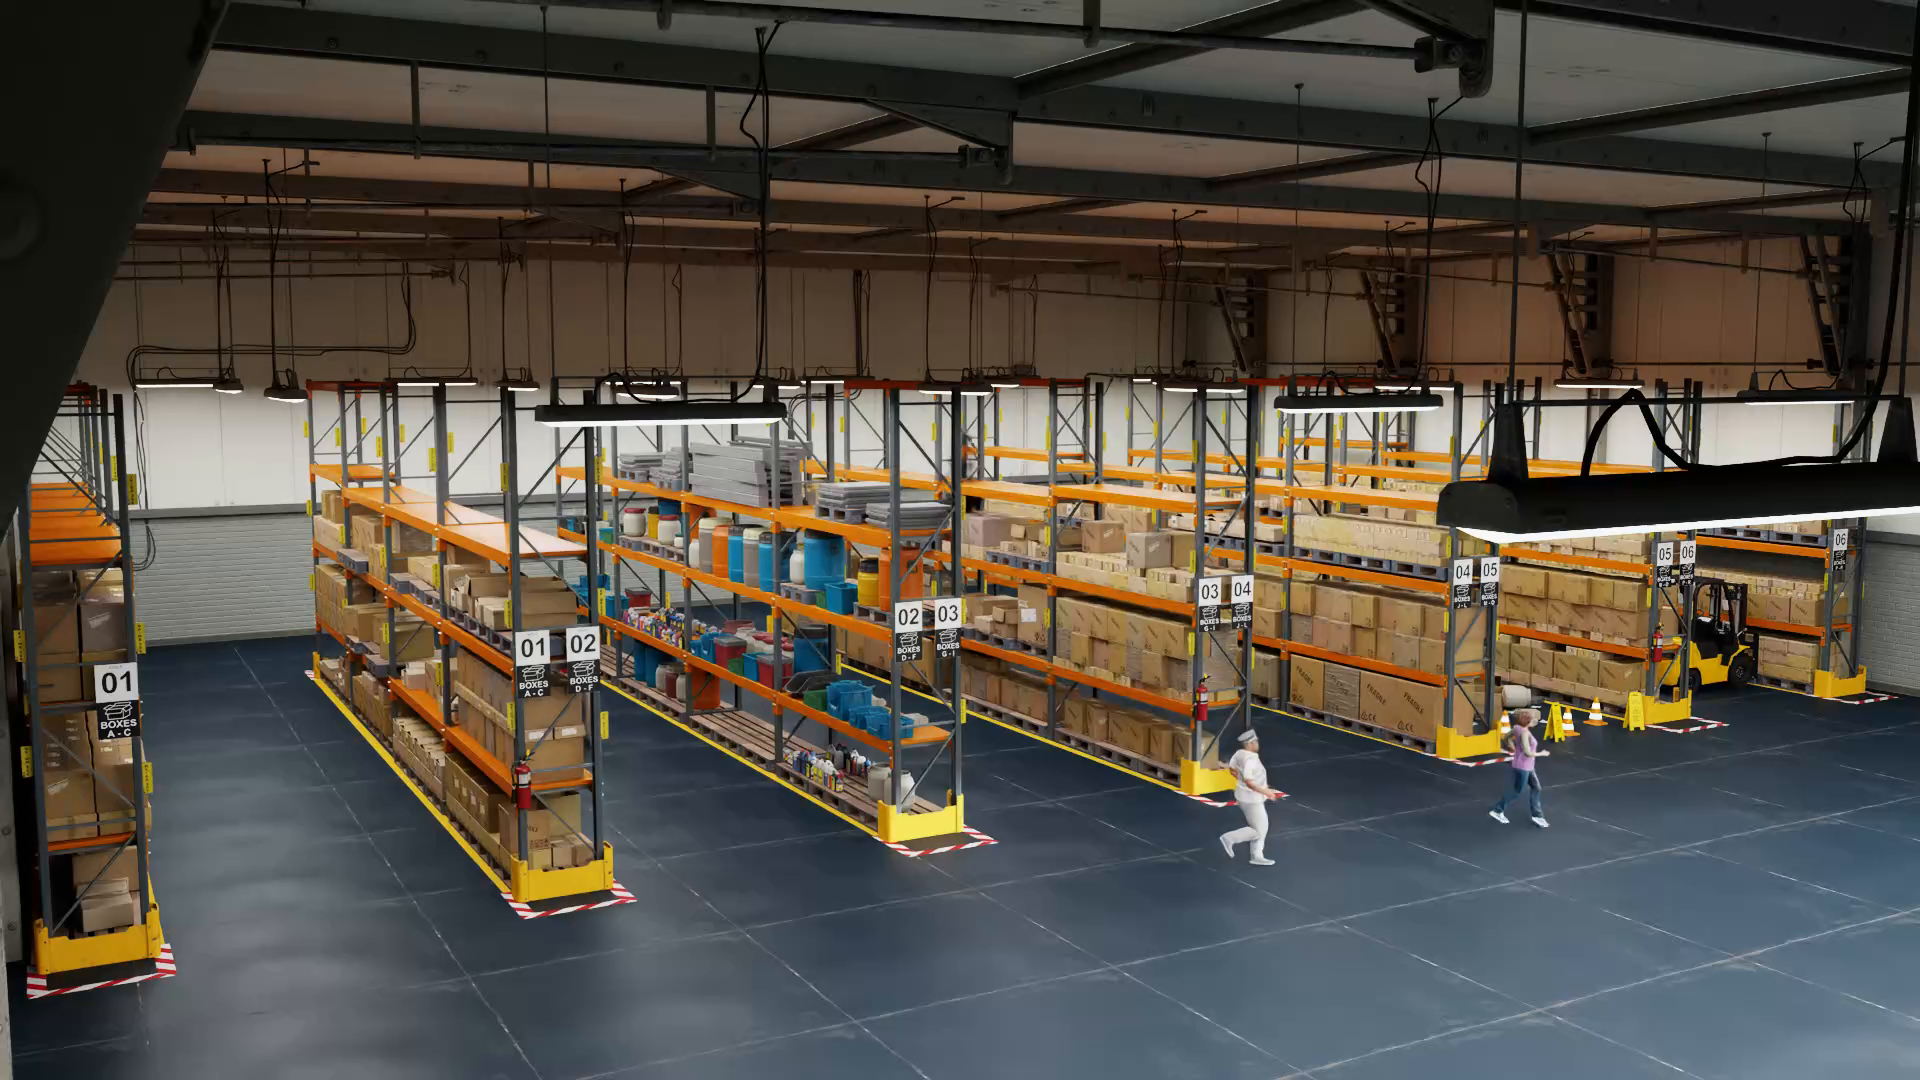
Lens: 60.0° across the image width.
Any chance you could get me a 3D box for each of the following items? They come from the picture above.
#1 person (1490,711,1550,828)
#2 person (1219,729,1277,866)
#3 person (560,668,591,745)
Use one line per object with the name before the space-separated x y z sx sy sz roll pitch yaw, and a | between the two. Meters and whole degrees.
person | 7.665 3.131 22.691 0.806 1.623 0.545 1 6 13
person | 3.614 3.247 20.935 0.752 1.757 0.663 -1 6 -6
person | -6.328 2.527 27.677 0.660 1.753 0.969 -4 7 -35
